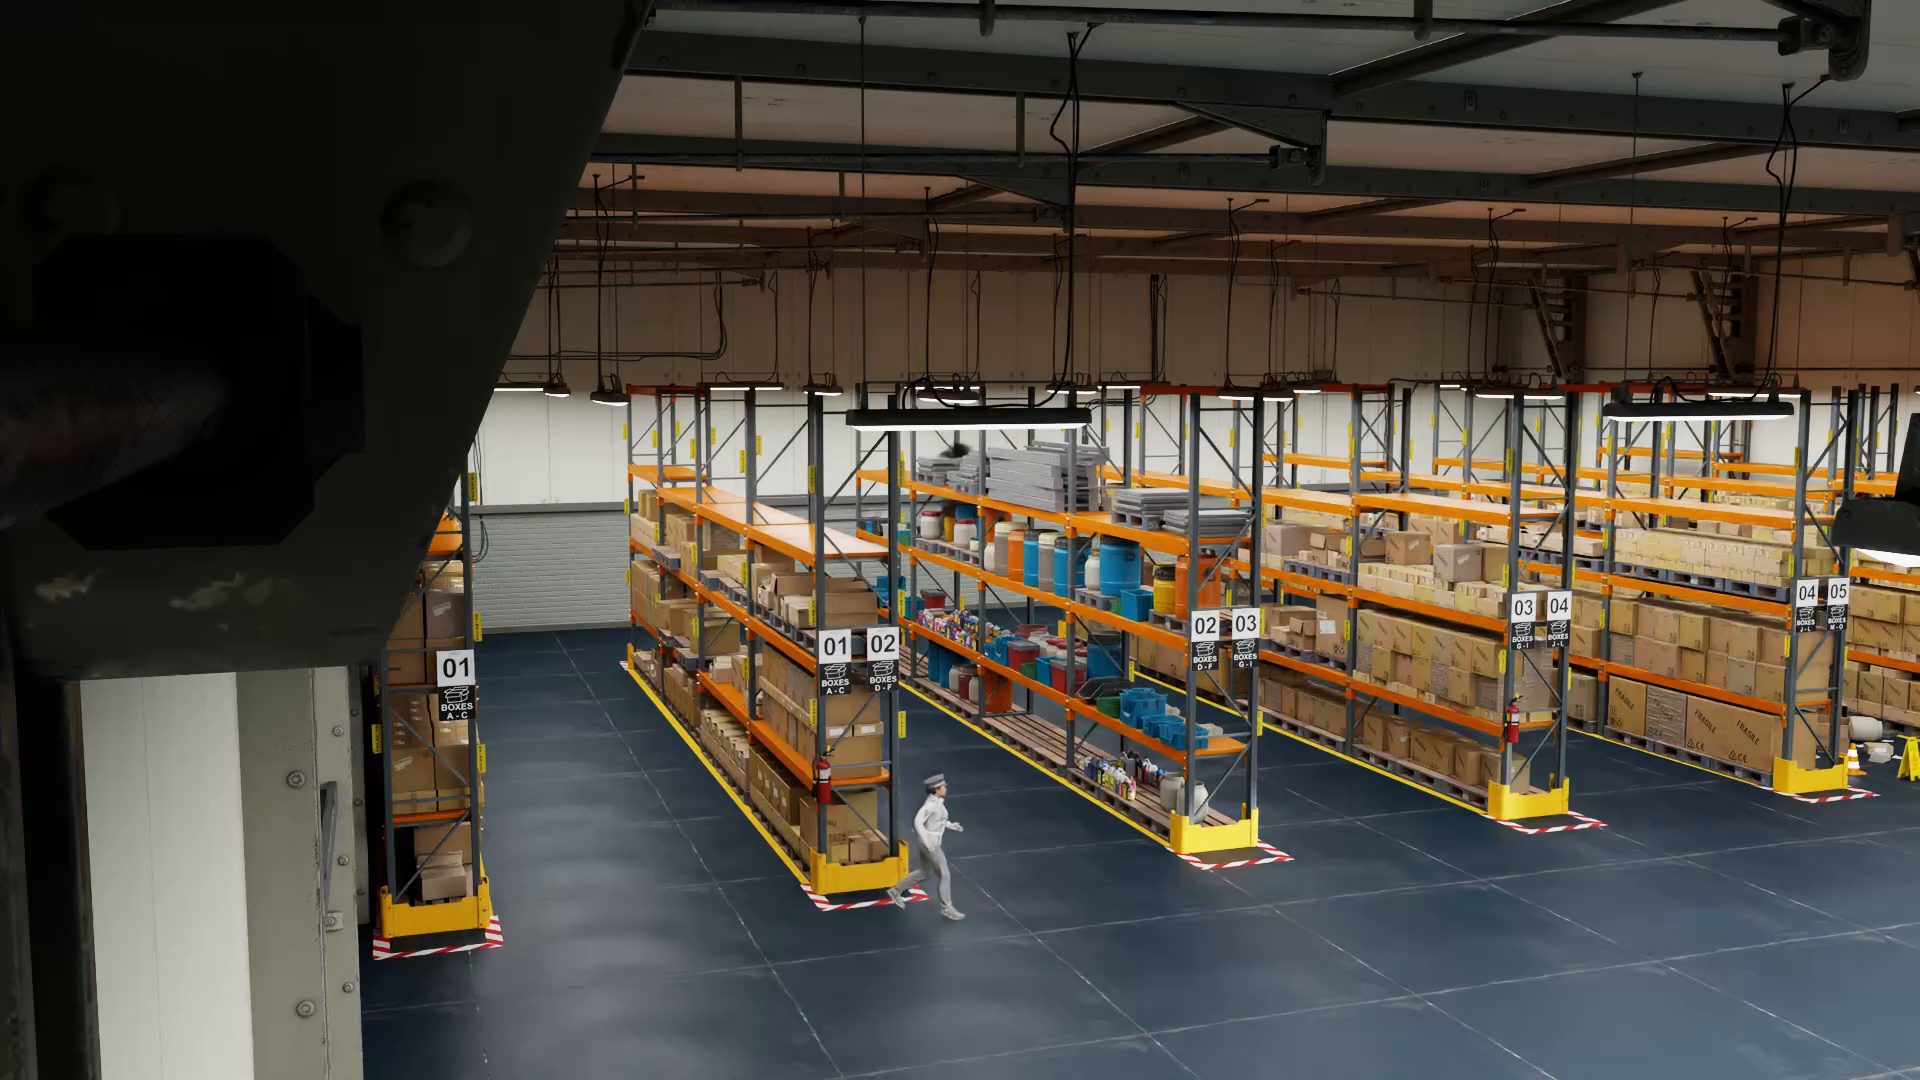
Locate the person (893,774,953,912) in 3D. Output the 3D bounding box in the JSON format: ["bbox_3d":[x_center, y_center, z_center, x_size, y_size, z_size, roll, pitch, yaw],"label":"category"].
[{"bbox_3d":[-0.441,3.483,19.159,0.720,1.583,0.349,0,6,0],"label":"person"}]

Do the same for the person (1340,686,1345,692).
[{"bbox_3d":[7.436,2.345,31.434,0.637,1.349,0.763,-2,6,-22],"label":"person"}]
